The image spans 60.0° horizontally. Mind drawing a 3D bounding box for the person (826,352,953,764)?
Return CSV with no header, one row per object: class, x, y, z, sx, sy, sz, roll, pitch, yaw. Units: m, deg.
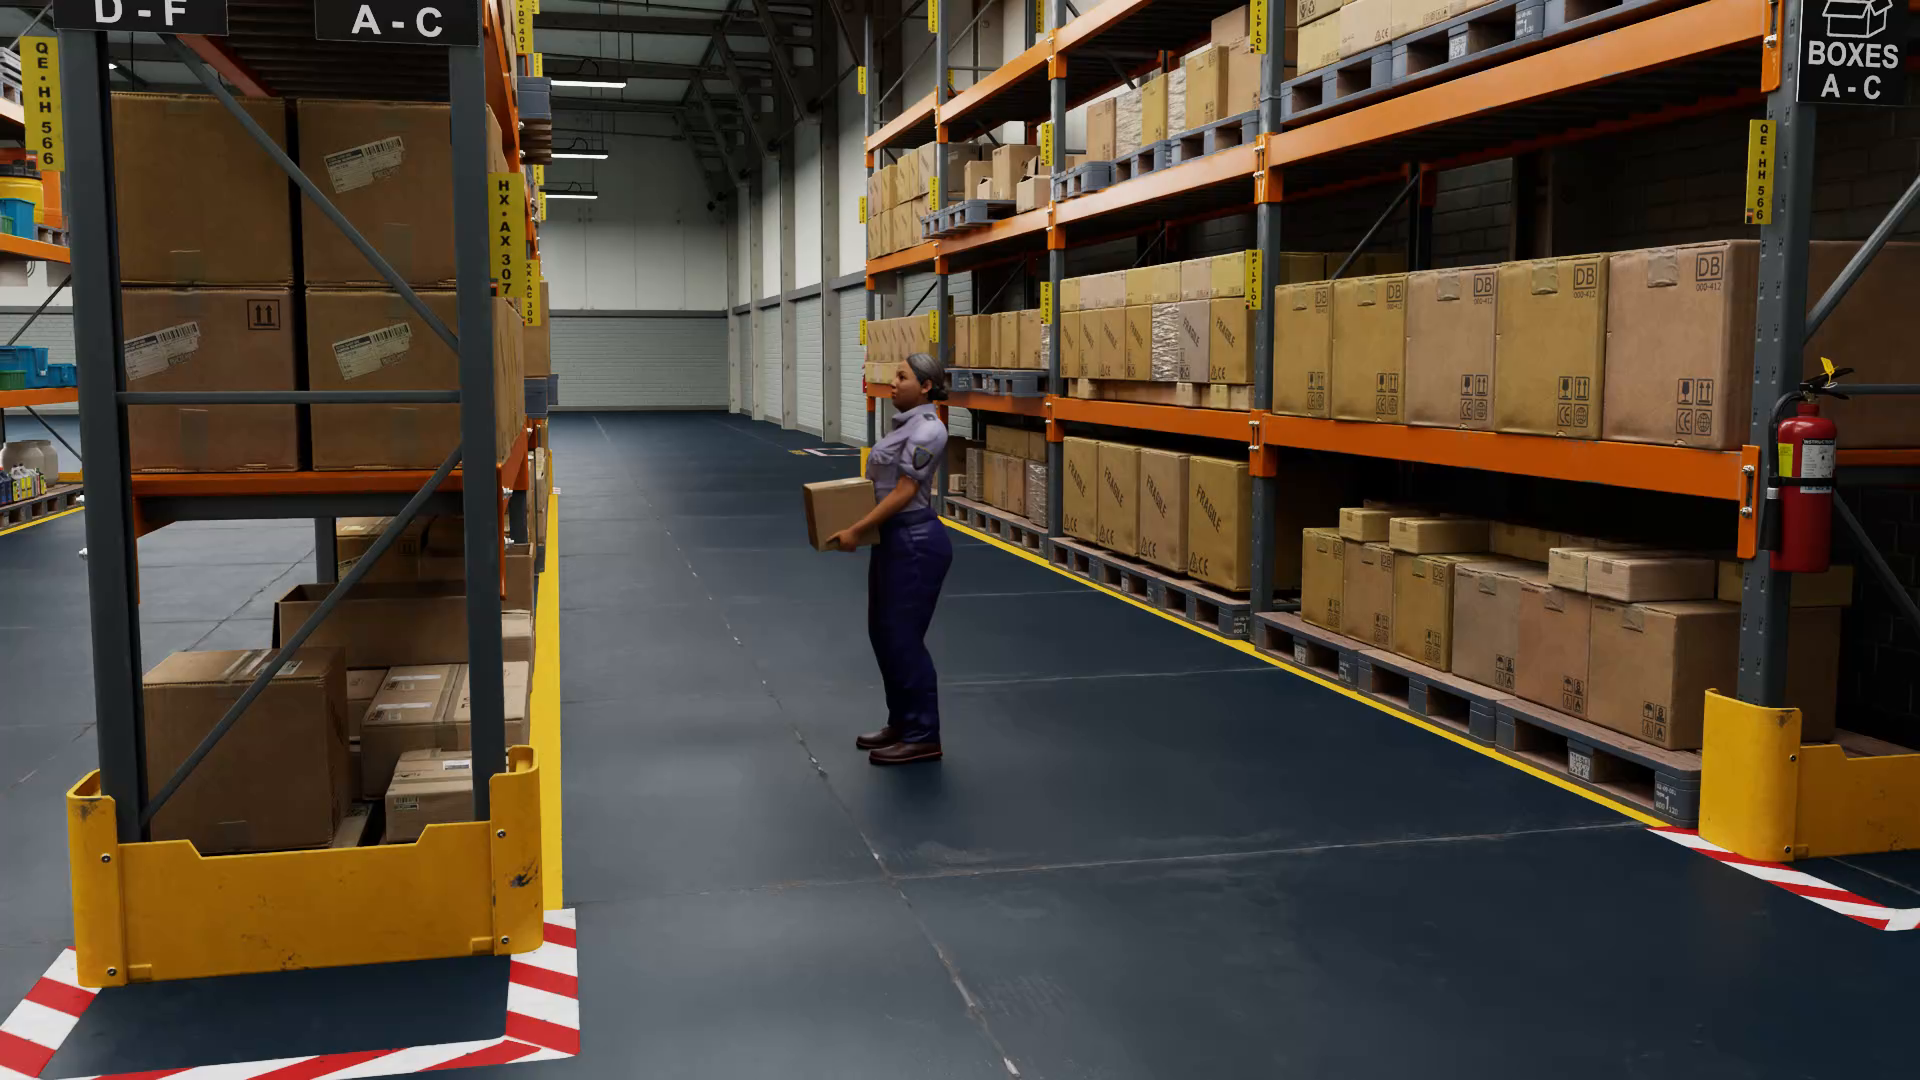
person,-0.298,0.065,6.718,0.525,1.636,0.452,-1,6,-13
